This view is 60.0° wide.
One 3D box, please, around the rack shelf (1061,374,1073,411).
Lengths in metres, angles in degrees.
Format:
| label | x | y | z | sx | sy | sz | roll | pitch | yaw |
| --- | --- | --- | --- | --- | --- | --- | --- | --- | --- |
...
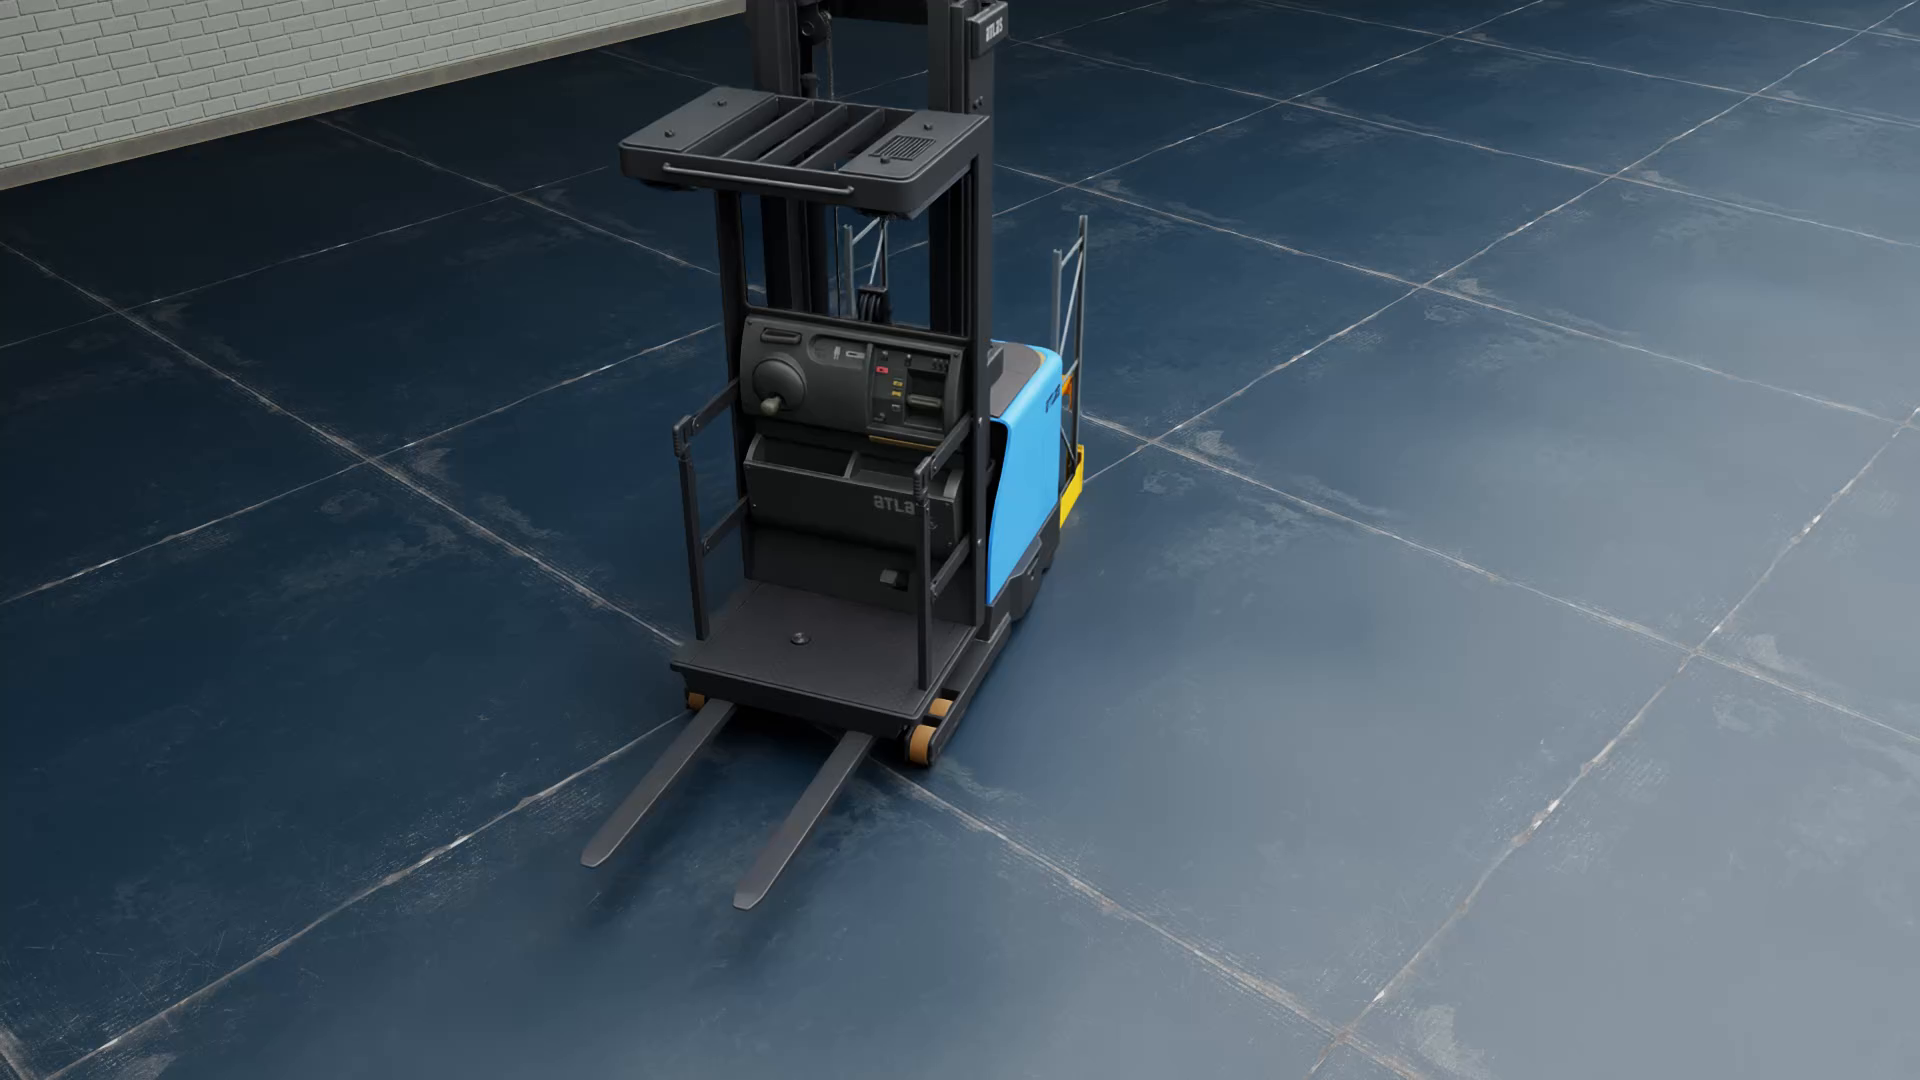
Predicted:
| label | x | y | z | sx | sy | sz | roll | pitch | yaw |
| --- | --- | --- | --- | --- | --- | --- | --- | --- | --- |
| rack shelf | 0.031 | -0.707 | 8.319 | 1.000 | 0.185 | 0.538 | 10 | 32 | 16 |

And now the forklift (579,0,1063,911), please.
| label | x | y | z | sx | sy | sz | roll | pitch | yaw |
| --- | --- | --- | --- | --- | --- | --- | --- | --- | --- |
| forklift | -0.509 | -0.585 | 6.379 | 1.130 | 2.935 | 3.031 | 11 | 33 | 18 |

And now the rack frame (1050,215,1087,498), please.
| label | x | y | z | sx | sy | sz | roll | pitch | yaw |
| --- | --- | --- | --- | --- | --- | --- | --- | --- | --- |
| rack frame | 0.513 | -0.778 | 8.088 | 0.032 | 1.500 | 0.500 | 10 | 32 | 16 |

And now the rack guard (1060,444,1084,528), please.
| label | x | y | z | sx | sy | sz | roll | pitch | yaw |
| --- | --- | --- | --- | --- | --- | --- | --- | --- | --- |
| rack guard | 0.512 | -0.243 | 8.411 | 0.087 | 0.250 | 0.587 | 10 | 32 | 16 |

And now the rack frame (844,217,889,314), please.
| label | x | y | z | sx | sy | sz | roll | pitch | yaw |
| --- | --- | --- | --- | --- | --- | --- | --- | --- | --- |
| rack frame | -0.452 | -0.944 | 8.364 | 0.032 | 1.500 | 0.500 | 10 | 32 | 16 |

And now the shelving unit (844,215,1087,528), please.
| label | x | y | z | sx | sy | sz | roll | pitch | yaw |
| --- | --- | --- | --- | --- | --- | --- | --- | --- | --- |
| shelving unit | 0.039 | -0.860 | 8.224 | 1.083 | 1.500 | 0.587 | 10 | 32 | 16 |
